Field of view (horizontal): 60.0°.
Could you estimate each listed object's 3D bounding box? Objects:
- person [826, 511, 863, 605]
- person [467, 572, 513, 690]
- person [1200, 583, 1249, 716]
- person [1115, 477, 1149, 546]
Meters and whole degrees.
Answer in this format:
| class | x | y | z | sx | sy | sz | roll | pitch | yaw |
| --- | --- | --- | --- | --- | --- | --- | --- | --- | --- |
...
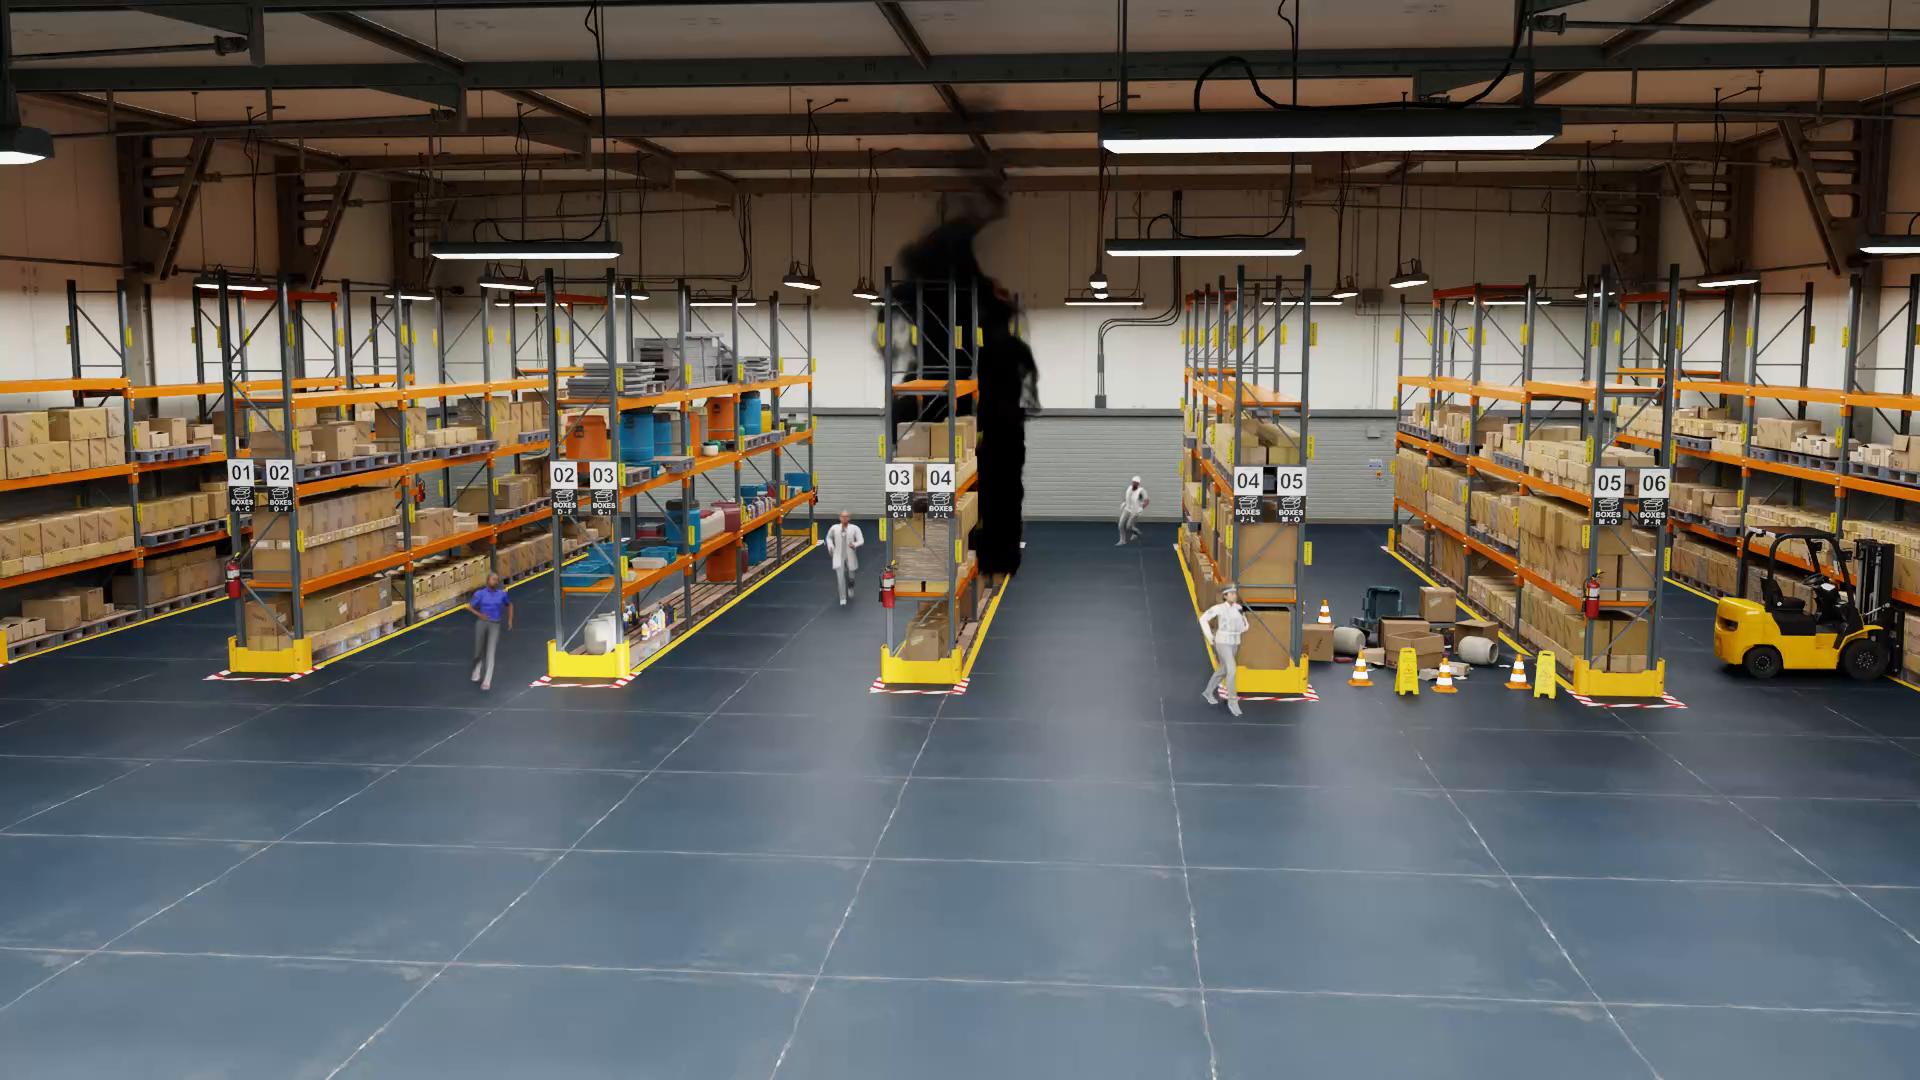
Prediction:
| class | x | y | z | sx | sy | sz | roll | pitch | yaw |
| --- | --- | --- | --- | --- | --- | --- | --- | --- | --- |
| person | -2.182 | 0.324 | 31.407 | 0.720 | 1.746 | 0.912 | 0 | 7 | -2 |
| person | -6.745 | 1.276 | 23.924 | 0.636 | 1.614 | 0.913 | -2 | 7 | -18 |
| person | 3.604 | 1.446 | 22.439 | 0.594 | 1.741 | 0.786 | -6 | 9 | -40 |
| person | 4.238 | -0.700 | 40.181 | 0.769 | 1.705 | 0.664 | 7 | 10 | 44 |
